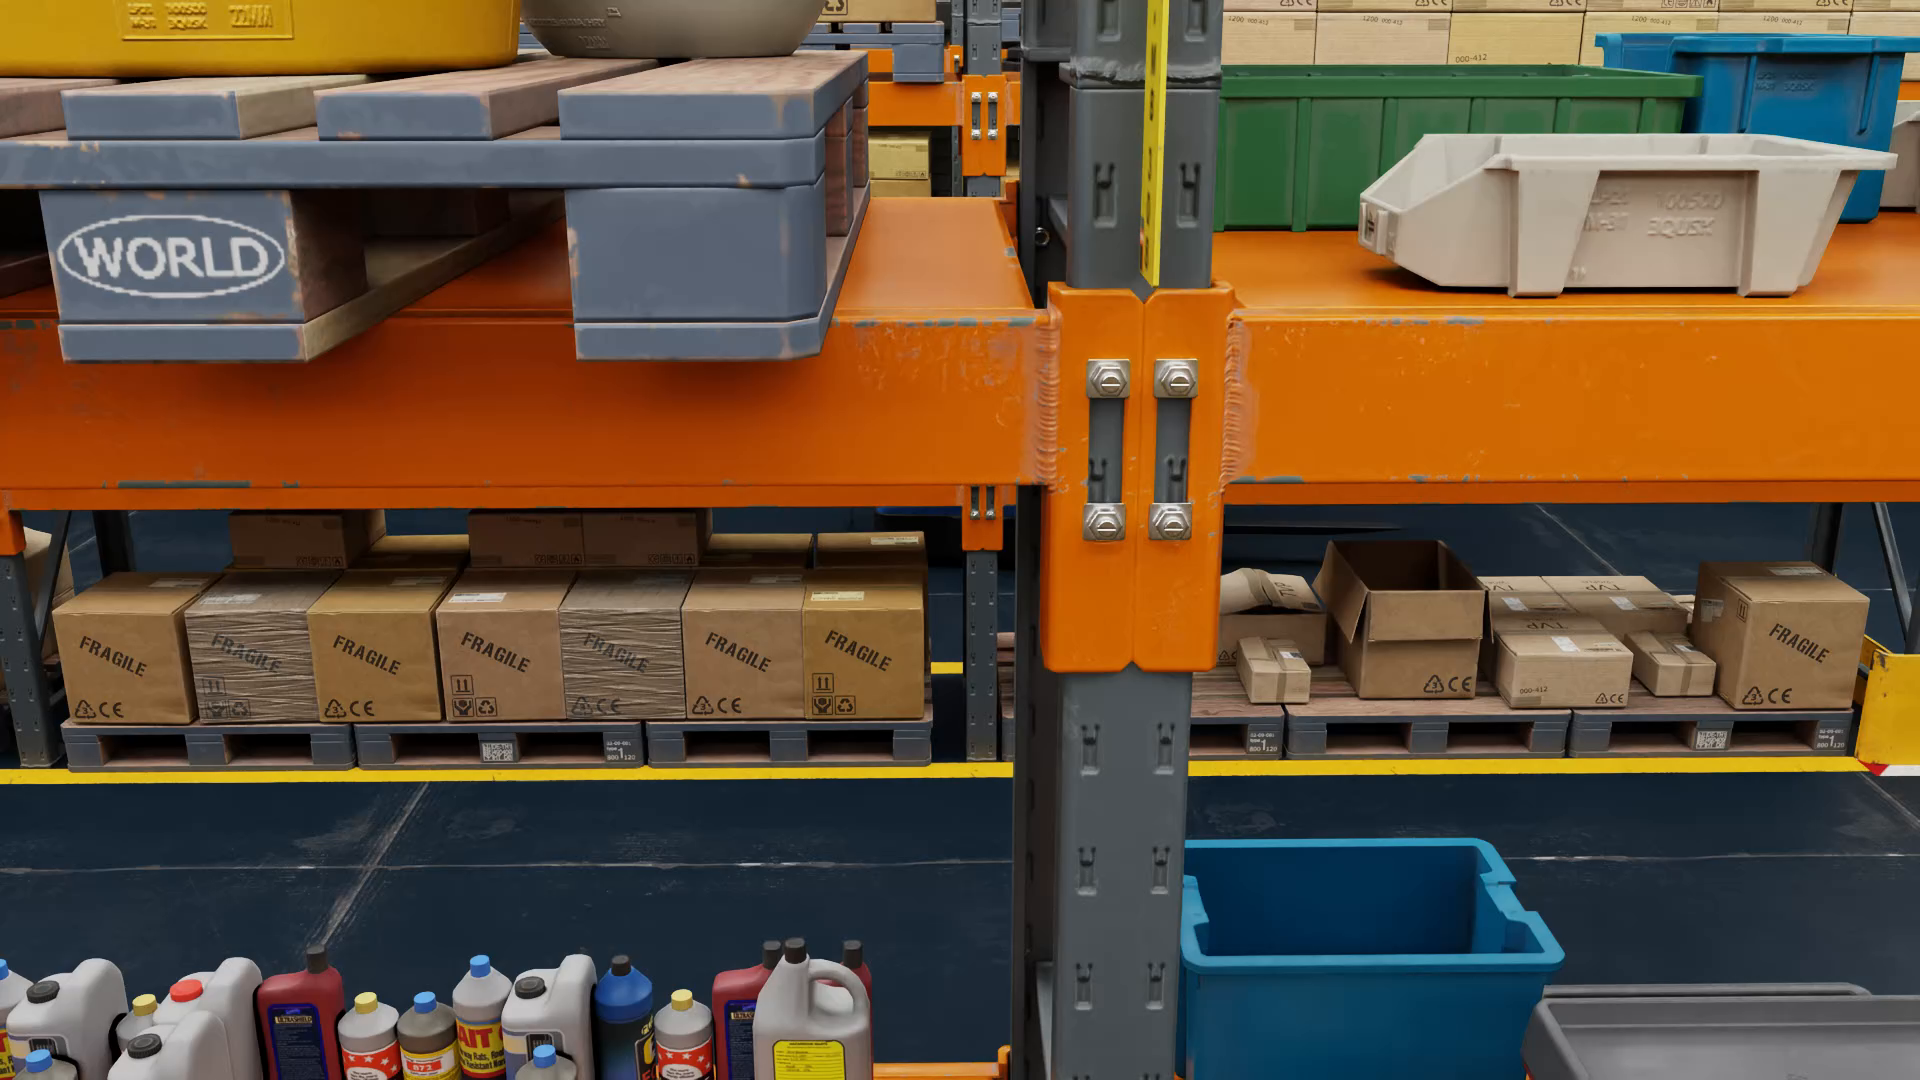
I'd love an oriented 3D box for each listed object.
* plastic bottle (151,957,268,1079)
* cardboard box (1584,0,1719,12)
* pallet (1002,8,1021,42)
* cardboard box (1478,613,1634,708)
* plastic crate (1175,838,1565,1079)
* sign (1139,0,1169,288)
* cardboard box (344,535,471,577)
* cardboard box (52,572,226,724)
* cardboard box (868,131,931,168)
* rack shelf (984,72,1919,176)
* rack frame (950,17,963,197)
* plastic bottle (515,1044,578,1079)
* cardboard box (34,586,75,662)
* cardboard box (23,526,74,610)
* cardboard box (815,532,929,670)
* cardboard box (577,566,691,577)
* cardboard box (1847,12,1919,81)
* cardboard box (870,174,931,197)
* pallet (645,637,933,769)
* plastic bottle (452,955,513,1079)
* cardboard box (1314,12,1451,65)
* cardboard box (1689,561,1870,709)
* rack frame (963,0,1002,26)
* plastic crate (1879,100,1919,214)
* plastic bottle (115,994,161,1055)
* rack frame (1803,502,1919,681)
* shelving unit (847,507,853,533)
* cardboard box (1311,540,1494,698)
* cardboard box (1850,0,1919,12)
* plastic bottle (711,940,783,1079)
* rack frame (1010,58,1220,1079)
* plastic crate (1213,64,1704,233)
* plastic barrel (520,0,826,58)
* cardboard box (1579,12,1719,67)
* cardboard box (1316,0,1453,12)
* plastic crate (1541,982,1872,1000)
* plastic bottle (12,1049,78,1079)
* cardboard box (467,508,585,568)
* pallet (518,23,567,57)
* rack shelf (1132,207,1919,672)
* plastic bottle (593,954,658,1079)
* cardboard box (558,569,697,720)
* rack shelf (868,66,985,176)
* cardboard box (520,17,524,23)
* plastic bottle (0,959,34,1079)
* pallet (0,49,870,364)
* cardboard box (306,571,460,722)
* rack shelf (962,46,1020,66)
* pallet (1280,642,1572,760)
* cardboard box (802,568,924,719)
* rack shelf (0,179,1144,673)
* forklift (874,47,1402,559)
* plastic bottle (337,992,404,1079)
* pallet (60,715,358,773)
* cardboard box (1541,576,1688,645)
[{"bbox_3d":[-1.236,0.830,2.751,0.135,0.276,0.152,0,18,-1],"label":"plastic bottle"},{"bbox_3d":[2.574,-2.162,6.393,0.500,0.250,0.500,0,18,-1],"label":"cardboard box"},{"bbox_3d":[0.820,-3.532,11.381,1.213,0.211,1.003,0,18,-1],"label":"pallet"},{"bbox_3d":[2.593,0.522,7.291,0.500,0.250,0.500,0,18,-1],"label":"cardboard box"},{"bbox_3d":[0.620,0.754,2.715,0.575,0.384,0.392,0,18,-1],"label":"plastic crate"},{"bbox_3d":[0.165,-0.384,1.407,0.005,0.325,0.100,0,18,-1],"label":"sign"},{"bbox_3d":[-2.467,0.290,7.606,0.500,0.500,0.500,-1,18,-3],"label":"cardboard box"},{"bbox_3d":[-3.456,0.453,7.096,0.500,0.500,0.500,0,18,1],"label":"cardboard box"},{"bbox_3d":[-0.462,-2.778,11.886,0.500,0.250,0.500,0,18,1],"label":"cardboard box"},{"bbox_3d":[2.084,-1.727,6.788,4.000,0.370,1.077,0,18,-1],"label":"rack shelf"},{"bbox_3d":[0.002,-2.145,11.823,0.127,3.000,1.000,0,18,-1],"label":"rack frame"},{"bbox_3d":[-0.656,0.901,2.653,0.097,0.201,0.097,0,18,0],"label":"plastic bottle"},{"bbox_3d":[-4.444,0.410,7.674,0.500,0.250,0.500,0,18,-1],"label":"cardboard box"},{"bbox_3d":[-4.444,0.143,7.588,0.500,0.311,0.500,0,18,1],"label":"cardboard box"},{"bbox_3d":[-0.404,0.277,7.646,0.500,0.500,0.500,-1,18,-3],"label":"cardboard box"},{"bbox_3d":[-1.437,0.283,7.627,0.500,0.500,0.500,0,18,0],"label":"cardboard box"},{"bbox_3d":[3.574,-1.925,6.473,0.500,0.250,0.500,0,18,-1],"label":"cardboard box"},{"bbox_3d":[-0.456,-2.264,11.512,0.500,0.500,0.500,-1,18,-2],"label":"cardboard box"},{"bbox_3d":[-0.729,0.711,7.484,1.213,0.211,1.003,0,18,-1],"label":"pallet"},{"bbox_3d":[-0.793,0.822,2.785,0.097,0.271,0.097,0,18,0],"label":"plastic bottle"},{"bbox_3d":[1.574,-1.919,6.453,0.500,0.250,0.500,0,18,-1],"label":"cardboard box"},{"bbox_3d":[3.544,0.407,7.239,0.500,0.500,0.500,0,18,-1],"label":"cardboard box"},{"bbox_3d":[0.084,-3.488,6.190,0.127,3.000,1.000,0,18,-1],"label":"rack frame"},{"bbox_3d":[1.424,-0.544,2.354,0.466,0.136,0.293,0,18,-1],"label":"plastic crate"},{"bbox_3d":[-1.353,0.858,2.787,0.097,0.201,0.097,0,18,0],"label":"plastic bottle"},{"bbox_3d":[4.083,-0.651,7.167,0.127,3.000,1.000,0,18,-1],"label":"rack frame"},{"bbox_3d":[-0.572,-0.582,9.897,0.189,1.200,0.258,1,18,3],"label":"shelving unit"},{"bbox_3d":[1.962,0.337,7.454,0.637,0.503,0.797,0,18,-1],"label":"cardboard box"},{"bbox_3d":[3.574,-2.166,6.405,0.500,0.250,0.500,0,18,-1],"label":"cardboard box"},{"bbox_3d":[-0.348,0.809,2.807,0.133,0.283,0.061,0,18,-1],"label":"plastic bottle"},{"bbox_3d":[0.158,0.881,2.390,0.127,3.000,1.000,0,18,-1],"label":"rack frame"},{"bbox_3d":[0.577,-0.541,2.259,0.662,0.188,0.450,0,18,-1],"label":"plastic crate"},{"bbox_3d":[-0.372,-0.886,2.078,0.433,0.535,0.433,0,18,0],"label":"plastic barrel"},{"bbox_3d":[2.574,-1.920,6.456,0.500,0.250,0.500,0,18,-1],"label":"cardboard box"},{"bbox_3d":[1.574,-2.155,6.371,0.500,0.250,0.500,0,18,-1],"label":"cardboard box"},{"bbox_3d":[1.273,0.896,2.696,0.590,0.125,0.437,0,18,-1],"label":"plastic crate"},{"bbox_3d":[-1.448,0.905,2.641,0.097,0.201,0.097,0,18,0],"label":"plastic bottle"},{"bbox_3d":[-1.905,-0.073,7.508,0.500,0.250,0.500,-1,18,-2],"label":"cardboard box"},{"bbox_3d":[-1.606,-1.983,6.716,1.003,0.211,1.213,0,18,-1],"label":"pallet"},{"bbox_3d":[2.158,-0.214,2.072,4.000,0.370,1.077,0,18,-1],"label":"rack shelf"},{"bbox_3d":[-0.561,0.821,2.788,0.097,0.271,0.097,0,18,0],"label":"plastic bottle"},{"bbox_3d":[-1.401,0.441,7.134,0.500,0.500,0.500,0,18,0],"label":"cardboard box"},{"bbox_3d":[-1.916,-1.708,6.728,4.000,0.370,1.077,0,18,-1],"label":"rack shelf"},{"bbox_3d":[-1.755,-2.368,6.594,0.600,0.600,0.600,-1,18,-3],"label":"cardboard box"},{"bbox_3d":[-1.585,0.826,2.773,0.097,0.271,0.097,0,18,0],"label":"plastic bottle"},{"bbox_3d":[-0.624,-0.424,1.856,1.003,0.211,1.213,0,18,-1],"label":"pallet"},{"bbox_3d":[-2.431,0.448,7.112,0.500,0.500,0.500,-1,18,-2],"label":"cardboard box"},{"bbox_3d":[2.002,-3.240,11.505,4.000,0.370,1.077,0,18,-1],"label":"rack shelf"},{"bbox_3d":[1.993,0.686,7.563,1.213,0.211,1.003,0,18,-1],"label":"pallet"},{"bbox_3d":[-0.405,0.439,7.141,0.500,0.500,0.500,0,18,-1],"label":"cardboard box"},{"bbox_3d":[-1.841,-0.195,2.012,4.000,0.370,1.077,0,18,-1],"label":"rack shelf"},{"bbox_3d":[1.040,-1.378,9.545,3.031,2.935,1.130,1,18,3],"label":"forklift"},{"bbox_3d":[-0.987,0.856,2.792,0.097,0.201,0.097,0,18,0],"label":"plastic bottle"},{"bbox_3d":[-3.169,0.723,7.448,1.213,0.211,1.003,0,18,-1],"label":"pallet"},{"bbox_3d":[3.035,0.367,7.774,0.500,0.250,0.500,0,18,-1],"label":"cardboard box"}]
